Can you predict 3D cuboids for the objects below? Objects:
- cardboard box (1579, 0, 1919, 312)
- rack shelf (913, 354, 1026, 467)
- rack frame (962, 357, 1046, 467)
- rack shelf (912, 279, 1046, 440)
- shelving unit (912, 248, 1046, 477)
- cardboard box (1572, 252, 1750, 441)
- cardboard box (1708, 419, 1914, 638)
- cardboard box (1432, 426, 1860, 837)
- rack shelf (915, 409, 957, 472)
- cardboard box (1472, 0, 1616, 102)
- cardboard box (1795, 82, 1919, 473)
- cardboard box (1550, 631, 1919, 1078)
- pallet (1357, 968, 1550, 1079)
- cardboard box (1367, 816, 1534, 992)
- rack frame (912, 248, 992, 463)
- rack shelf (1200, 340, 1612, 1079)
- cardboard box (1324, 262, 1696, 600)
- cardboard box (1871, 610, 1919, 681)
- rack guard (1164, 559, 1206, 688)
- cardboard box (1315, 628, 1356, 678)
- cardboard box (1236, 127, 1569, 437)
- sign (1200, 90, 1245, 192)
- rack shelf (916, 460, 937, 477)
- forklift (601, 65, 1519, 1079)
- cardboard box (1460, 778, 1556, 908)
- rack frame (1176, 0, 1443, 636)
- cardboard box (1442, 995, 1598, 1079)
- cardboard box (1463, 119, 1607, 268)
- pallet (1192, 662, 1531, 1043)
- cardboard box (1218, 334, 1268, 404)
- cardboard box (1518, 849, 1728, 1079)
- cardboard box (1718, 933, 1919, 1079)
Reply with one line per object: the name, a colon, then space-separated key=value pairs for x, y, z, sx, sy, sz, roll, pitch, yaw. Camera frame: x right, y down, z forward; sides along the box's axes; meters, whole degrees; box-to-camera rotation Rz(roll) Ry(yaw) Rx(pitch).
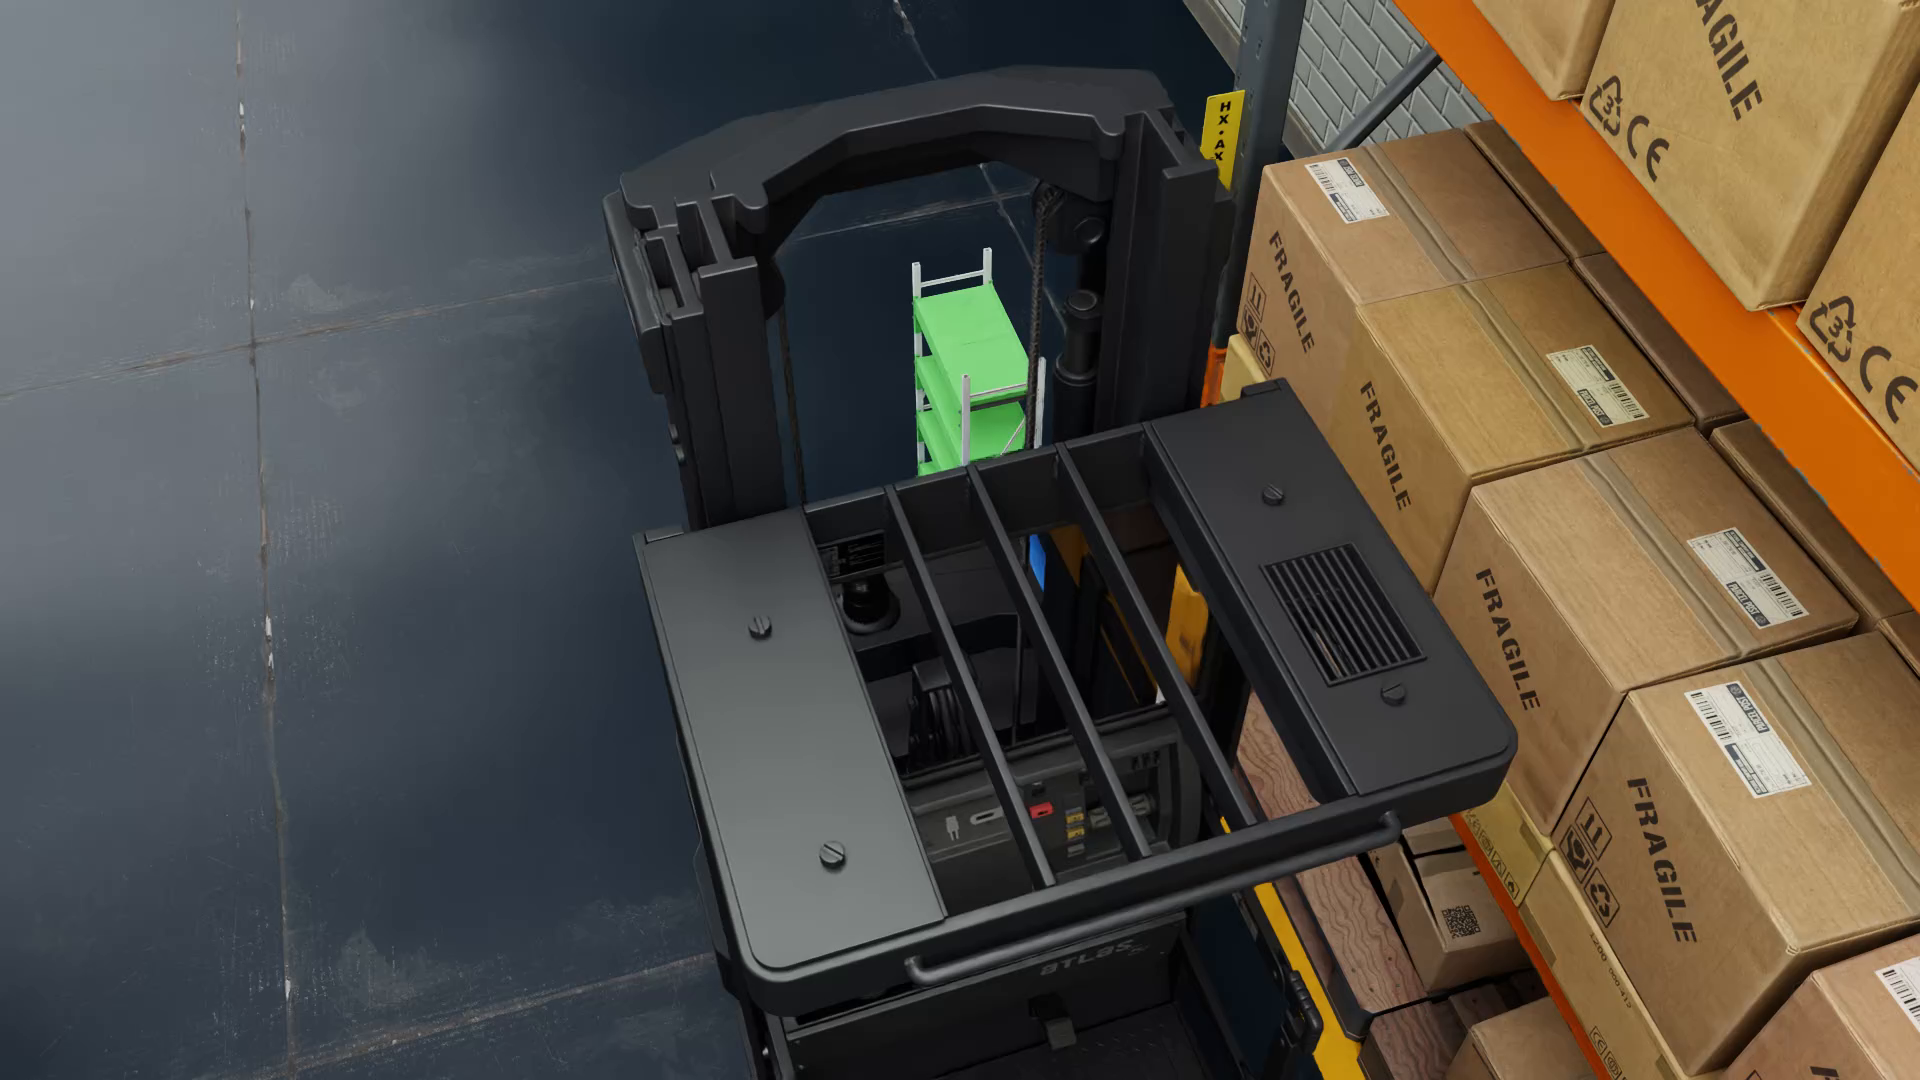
cardboard box: x=1.287 y=-0.709 z=2.345 sx=0.500 sy=0.500 sz=0.500 roll=-11 pitch=51 yaw=-9
rack shelf: x=0.049 y=-0.379 z=5.055 sx=0.258 sy=0.148 sz=0.480 roll=-13 pitch=51 yaw=-11
rack frame: x=0.121 y=-0.088 z=5.039 sx=0.240 sy=1.200 sz=0.015 roll=-13 pitch=51 yaw=-11
rack shelf: x=0.049 y=-0.534 z=4.871 sx=0.258 sy=0.148 sz=0.480 roll=-13 pitch=51 yaw=-11
shelving unit: x=0.049 y=-0.266 z=5.189 sx=0.258 sy=1.200 sz=0.503 roll=-13 pitch=51 yaw=-11
cardboard box: x=1.626 y=-0.317 z=3.650 sx=0.500 sy=0.500 sz=0.500 roll=-13 pitch=51 yaw=-10
cardboard box: x=1.783 y=0.060 z=3.332 sx=0.500 sy=0.500 sz=0.500 roll=-15 pitch=51 yaw=-12
cardboard box: x=1.282 y=0.176 z=3.234 sx=0.500 sy=0.500 sz=0.500 roll=-15 pitch=51 yaw=-12
rack shelf: x=0.049 y=-0.225 z=5.238 sx=0.258 sy=0.148 sz=0.480 roll=-13 pitch=51 yaw=-11
cardboard box: x=1.129 y=-1.087 z=2.664 sx=0.500 sy=0.500 sz=0.500 roll=-10 pitch=51 yaw=-9
cardboard box: x=1.465 y=-0.323 z=2.020 sx=0.500 sy=0.500 sz=0.500 roll=-10 pitch=51 yaw=-9
cardboard box: x=1.446 y=0.550 z=2.919 sx=0.500 sy=0.500 sz=0.500 roll=-12 pitch=51 yaw=-10
pallet: x=1.731 y=1.662 z=4.211 sx=1.003 sy=0.211 sz=1.213 roll=-13 pitch=51 yaw=-11
cardboard box: x=1.432 y=0.884 z=4.514 sx=0.500 sy=0.311 sz=0.500 roll=-10 pitch=51 yaw=-8
rack frame: x=-0.023 y=-0.444 z=5.340 sx=0.240 sy=1.200 sz=0.015 roll=-13 pitch=51 yaw=-11
rack shelf: x=1.736 y=0.910 z=3.492 sx=1.077 sy=0.370 sz=4.000 roll=-13 pitch=51 yaw=-11
cardboard box: x=1.135 y=-0.203 z=3.554 sx=0.500 sy=0.500 sz=0.500 roll=-13 pitch=51 yaw=-11
cardboard box: x=1.932 y=0.428 z=3.022 sx=0.500 sy=0.500 sz=0.500 roll=-13 pitch=51 yaw=-10
rack guard: x=1.167 y=0.078 z=5.357 sx=1.175 sy=0.500 sz=0.348 roll=-13 pitch=51 yaw=-11
cardboard box: x=1.263 y=0.468 z=4.865 sx=0.500 sy=0.311 sz=0.500 roll=-19 pitch=52 yaw=-15
cardboard box: x=0.999 y=-0.566 z=3.860 sx=0.500 sy=0.500 sz=0.500 roll=-13 pitch=51 yaw=-11
sign: x=0.626 y=-0.939 z=4.014 sx=0.100 sy=0.325 sz=0.005 roll=-13 pitch=51 yaw=-11
rack shelf: x=0.049 y=-0.070 z=5.422 sx=0.258 sy=0.148 sz=0.480 roll=-13 pitch=51 yaw=-11
forklift: x=0.116 y=0.747 z=3.203 sx=1.130 sy=2.935 sz=3.031 roll=-14 pitch=51 yaw=-12
cardboard box: x=1.298 y=0.437 z=3.505 sx=0.500 sy=0.250 sz=0.500 roll=-14 pitch=51 yaw=-12
rack frame: x=1.145 y=-0.783 z=4.448 sx=1.000 sy=3.000 sz=0.127 roll=-13 pitch=51 yaw=-11
cardboard box: x=1.601 y=1.370 z=3.980 sx=0.700 sy=0.500 sz=0.500 roll=-16 pitch=52 yaw=-13
cardboard box: x=1.487 y=-0.687 z=3.961 sx=0.500 sy=0.500 sz=0.500 roll=-14 pitch=51 yaw=-11
pallet: x=1.374 y=0.773 z=4.961 sx=1.003 sy=0.211 sz=1.213 roll=-13 pitch=51 yaw=-11
cardboard box: x=0.986 y=-0.313 z=4.137 sx=0.500 sy=0.250 sz=0.500 roll=-15 pitch=51 yaw=-12
cardboard box: x=1.445 y=0.806 z=3.193 sx=0.500 sy=0.250 sz=0.500 roll=-13 pitch=51 yaw=-11
cardboard box: x=1.601 y=0.930 z=2.599 sx=0.500 sy=0.500 sz=0.500 roll=-15 pitch=51 yaw=-12
